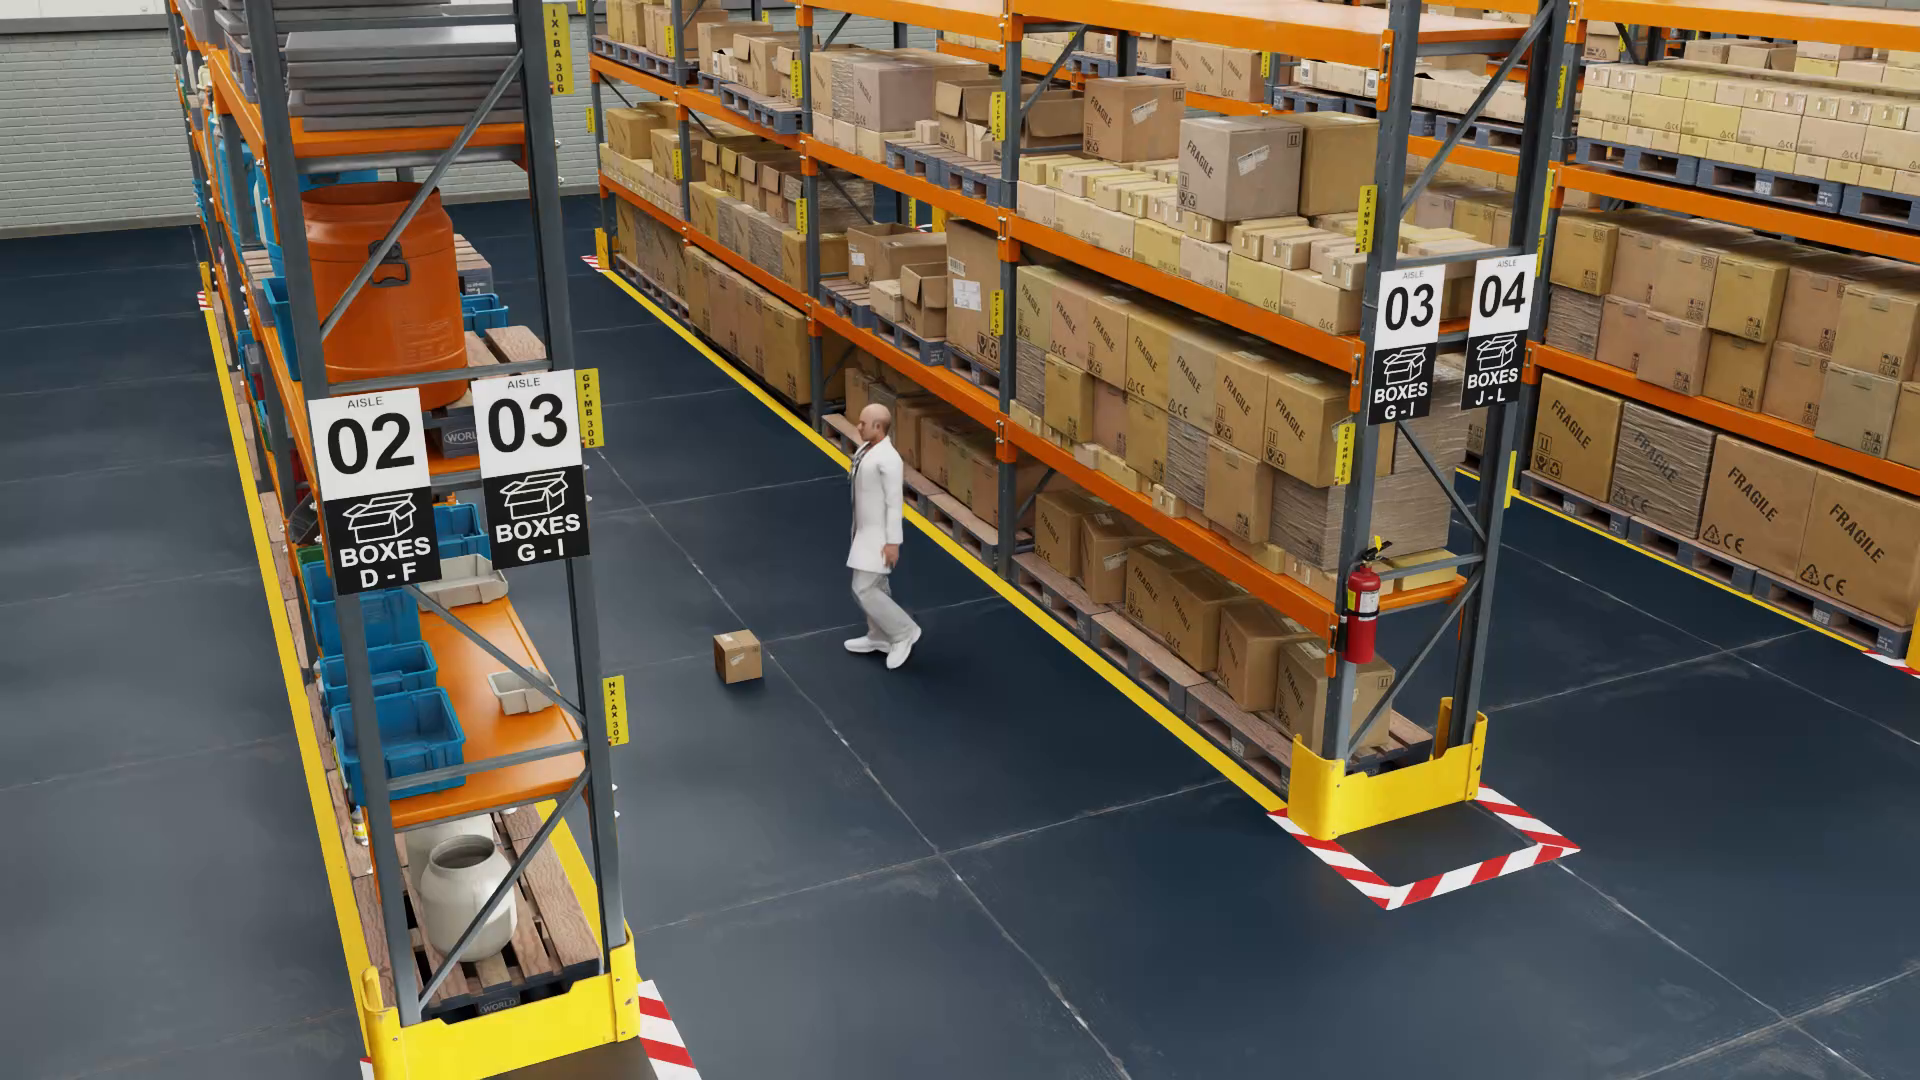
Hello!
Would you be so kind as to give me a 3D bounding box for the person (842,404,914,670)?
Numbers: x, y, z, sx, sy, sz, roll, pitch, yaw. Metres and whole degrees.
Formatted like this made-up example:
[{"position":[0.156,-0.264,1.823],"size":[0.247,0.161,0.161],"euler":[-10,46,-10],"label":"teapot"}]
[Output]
[{"position":[-0.587,-0.047,11.131],"size":[0.488,1.776,0.647],"euler":[-6,23,-15],"label":"person"}]
